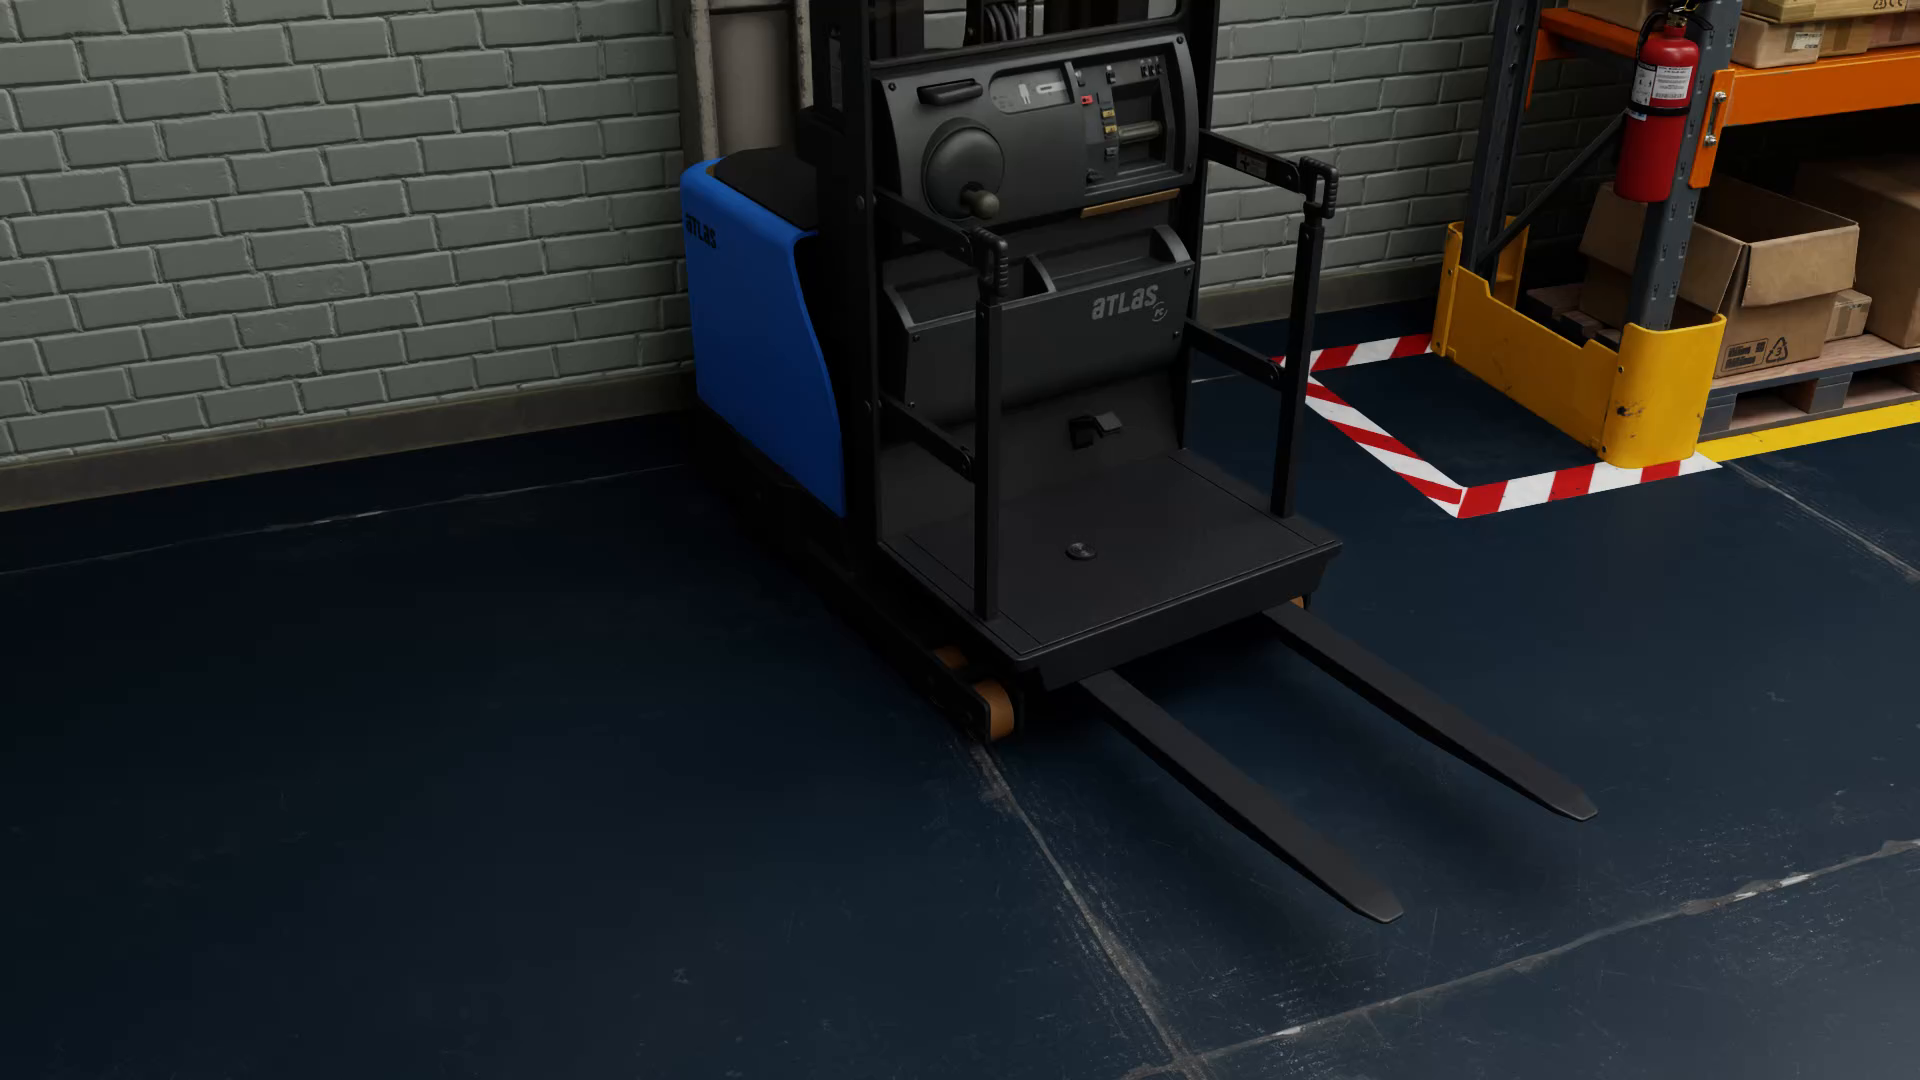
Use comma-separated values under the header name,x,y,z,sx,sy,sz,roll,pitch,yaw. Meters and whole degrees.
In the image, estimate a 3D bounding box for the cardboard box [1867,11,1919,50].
name,x,y,z,sx,sy,sz,roll,pitch,yaw
cardboard box,2.996,-1.771,5.581,0.250,0.149,0.380,-11,31,-18

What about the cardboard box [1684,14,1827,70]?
name,x,y,z,sx,sy,sz,roll,pitch,yaw
cardboard box,2.540,-1.644,5.359,0.250,0.149,0.380,-11,31,-18

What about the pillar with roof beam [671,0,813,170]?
name,x,y,z,sx,sy,sz,roll,pitch,yaw
pillar with roof beam,0.796,-2.386,0.347,0.400,9.000,9.100,-10,31,-18

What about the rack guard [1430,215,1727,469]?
name,x,y,z,sx,sy,sz,roll,pitch,yaw
rack guard,2.207,-0.750,6.062,0.348,0.500,1.175,-10,31,-18

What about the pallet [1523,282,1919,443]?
name,x,y,z,sx,sy,sz,roll,pitch,yaw
pallet,2.954,-0.763,6.376,1.213,0.211,1.003,-10,31,-18

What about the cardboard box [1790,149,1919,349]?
name,x,y,z,sx,sy,sz,roll,pitch,yaw
cardboard box,3.557,-1.111,6.271,0.500,0.500,0.700,-9,31,-16

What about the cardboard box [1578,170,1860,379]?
name,x,y,z,sx,sy,sz,roll,pitch,yaw
cardboard box,2.742,-0.983,6.043,0.637,0.503,0.797,-12,32,-20

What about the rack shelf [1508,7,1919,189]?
name,x,y,z,sx,sy,sz,roll,pitch,yaw
rack shelf,4.010,-1.856,6.204,4.000,0.370,1.077,-10,31,-18

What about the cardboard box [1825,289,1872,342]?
name,x,y,z,sx,sy,sz,roll,pitch,yaw
cardboard box,3.154,-0.884,6.227,0.250,0.149,0.380,-12,32,-20

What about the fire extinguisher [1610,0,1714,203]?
name,x,y,z,sx,sy,sz,roll,pitch,yaw
fire extinguisher,2.159,-1.388,5.111,0.183,0.674,0.296,-10,31,-18

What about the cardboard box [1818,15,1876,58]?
name,x,y,z,sx,sy,sz,roll,pitch,yaw
cardboard box,2.762,-1.709,5.473,0.250,0.149,0.380,-10,31,-16

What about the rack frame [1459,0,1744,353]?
name,x,y,z,sx,sy,sz,roll,pitch,yaw
rack frame,2.136,-1.823,5.420,0.127,3.000,1.000,-10,31,-18

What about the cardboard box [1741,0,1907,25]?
name,x,y,z,sx,sy,sz,roll,pitch,yaw
cardboard box,2.655,-1.841,5.302,0.500,0.250,0.500,-10,31,-17

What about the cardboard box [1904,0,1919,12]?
name,x,y,z,sx,sy,sz,roll,pitch,yaw
cardboard box,3.127,-1.928,5.455,0.500,0.250,0.500,-10,31,-17

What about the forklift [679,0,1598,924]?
name,x,y,z,sx,sy,sz,roll,pitch,yaw
forklift,0.338,-1.012,4.065,1.130,2.935,3.031,-18,34,-28

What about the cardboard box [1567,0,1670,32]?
name,x,y,z,sx,sy,sz,roll,pitch,yaw
cardboard box,2.353,-1.896,5.802,0.250,0.149,0.380,-11,31,-18
